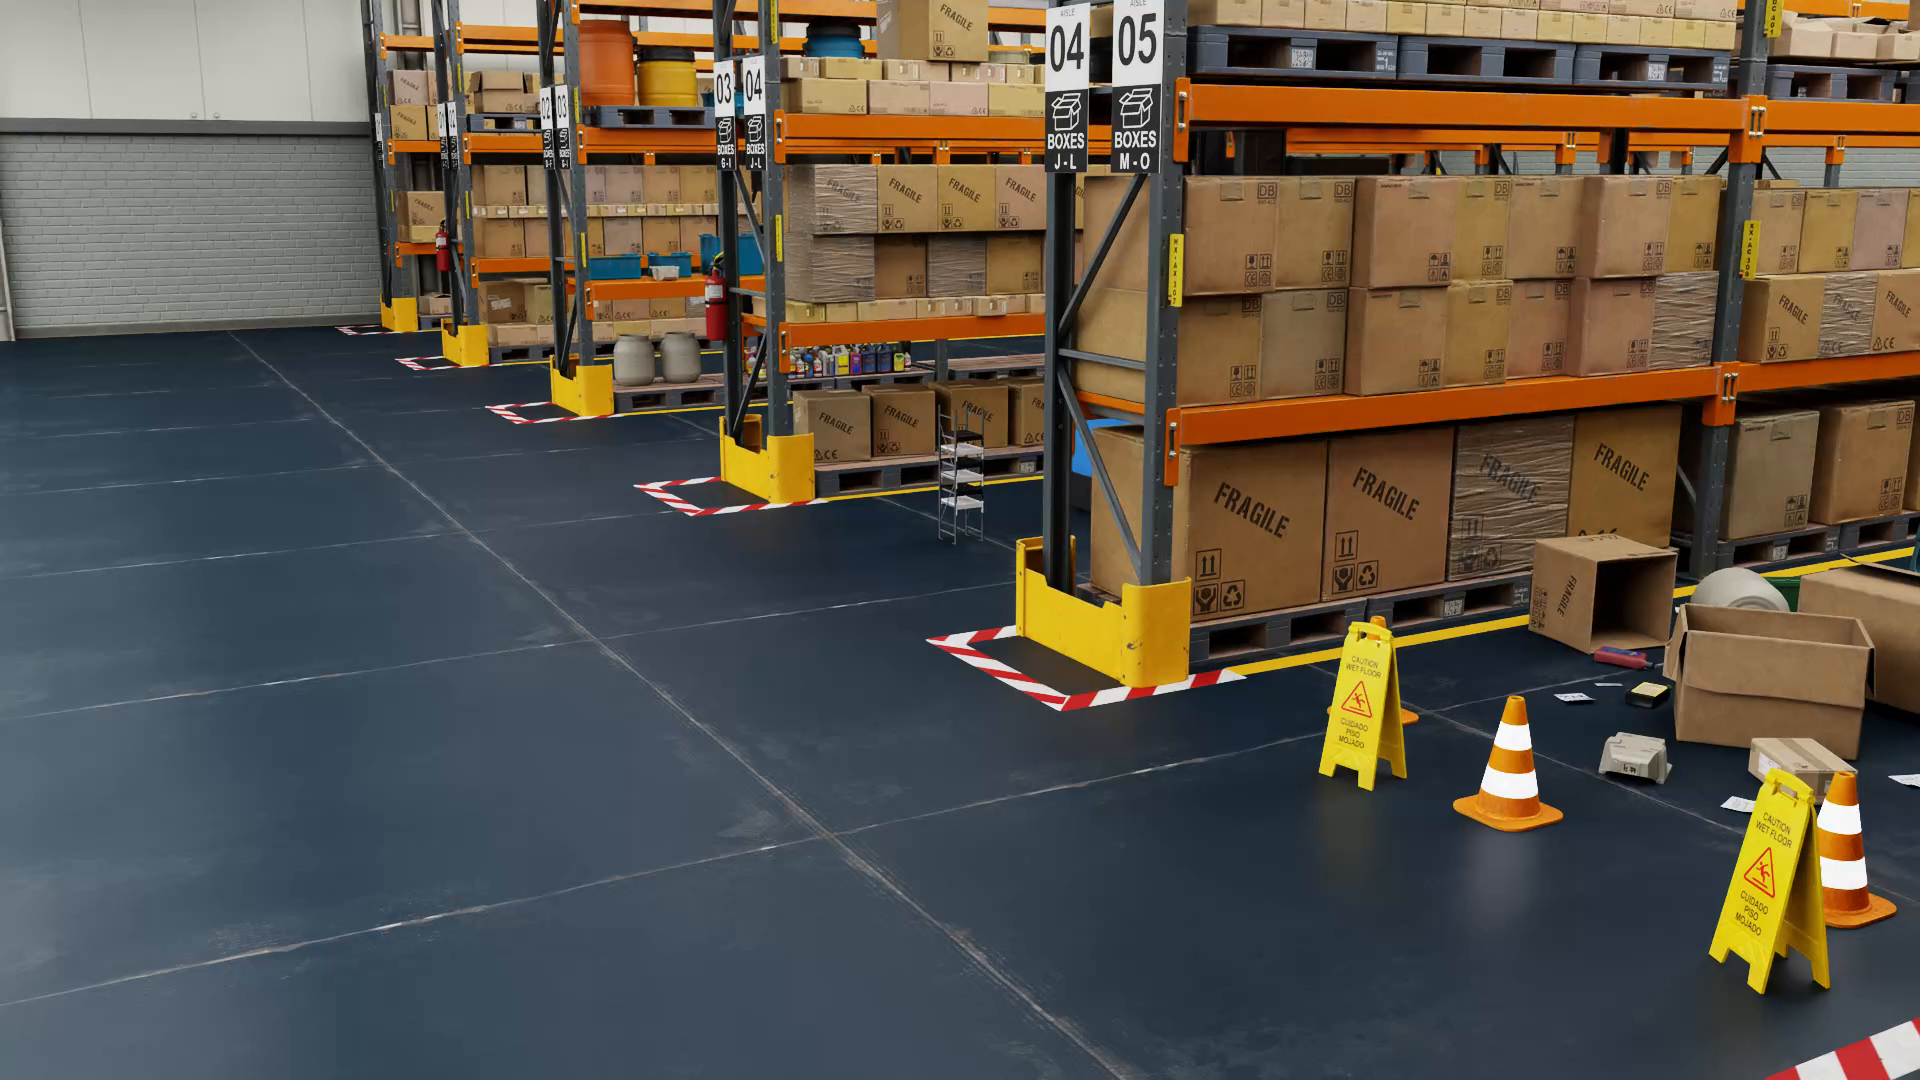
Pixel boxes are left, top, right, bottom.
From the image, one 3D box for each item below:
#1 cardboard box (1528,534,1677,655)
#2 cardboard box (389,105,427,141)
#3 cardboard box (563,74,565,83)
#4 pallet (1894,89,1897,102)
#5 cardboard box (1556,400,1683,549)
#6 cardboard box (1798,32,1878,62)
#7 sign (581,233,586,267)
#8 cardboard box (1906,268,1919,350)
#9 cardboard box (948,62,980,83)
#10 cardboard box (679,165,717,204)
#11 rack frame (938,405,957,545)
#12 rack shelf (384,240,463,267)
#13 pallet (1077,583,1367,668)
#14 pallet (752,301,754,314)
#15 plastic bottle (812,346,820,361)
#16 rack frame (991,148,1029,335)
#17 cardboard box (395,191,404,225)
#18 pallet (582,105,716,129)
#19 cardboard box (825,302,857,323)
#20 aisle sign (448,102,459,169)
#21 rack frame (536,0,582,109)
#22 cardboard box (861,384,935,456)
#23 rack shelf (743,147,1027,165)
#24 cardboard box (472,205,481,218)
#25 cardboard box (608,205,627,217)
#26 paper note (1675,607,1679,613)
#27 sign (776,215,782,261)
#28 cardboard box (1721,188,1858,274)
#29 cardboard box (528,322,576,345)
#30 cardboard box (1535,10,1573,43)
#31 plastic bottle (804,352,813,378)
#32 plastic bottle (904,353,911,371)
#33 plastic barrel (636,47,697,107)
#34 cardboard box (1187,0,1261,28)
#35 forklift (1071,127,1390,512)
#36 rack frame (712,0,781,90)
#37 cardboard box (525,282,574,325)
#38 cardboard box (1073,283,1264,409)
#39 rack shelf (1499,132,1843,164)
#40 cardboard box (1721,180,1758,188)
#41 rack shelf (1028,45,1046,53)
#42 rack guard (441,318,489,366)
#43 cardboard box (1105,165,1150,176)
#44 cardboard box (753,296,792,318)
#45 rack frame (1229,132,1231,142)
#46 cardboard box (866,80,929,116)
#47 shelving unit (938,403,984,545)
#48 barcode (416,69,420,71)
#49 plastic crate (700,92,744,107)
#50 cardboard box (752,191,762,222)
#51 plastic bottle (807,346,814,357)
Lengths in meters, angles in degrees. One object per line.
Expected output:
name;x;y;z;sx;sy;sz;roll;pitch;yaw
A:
cardboard box;3.368;0.277;8.735;0.500;0.500;0.500;-4;13;-18
cardboard box;-8.267;-6.221;24.814;0.500;0.500;0.500;-6;14;-26
cardboard box;-4.715;-5.665;21.115;0.500;0.500;0.500;-7;14;-28
pallet;7.210;-3.017;11.280;1.003;0.211;1.213;-6;14;-25
cardboard box;3.653;-0.418;10.018;0.875;0.875;0.875;-7;14;-27
cardboard box;5.268;-2.958;9.978;0.380;0.149;0.250;-7;14;-28
sign;-3.674;-2.831;16.228;0.005;0.325;0.100;-7;14;-28
cardboard box;6.158;-1.513;10.775;0.500;0.500;0.500;-7;14;-27
cardboard box;-0.050;-3.548;12.643;0.250;0.149;0.380;-8;15;-30
cardboard box;-3.622;-4.759;22.241;0.500;0.500;0.700;-7;14;-28
rack frame;-0.082;-0.429;10.967;0.006;0.900;0.240;-7;14;-28
rack shelf;-6.925;-4.571;26.229;4.000;0.370;1.077;-7;14;-28
pallet;1.392;0.380;8.942;1.213;0.211;1.003;-7;14;-28
pallet;-3.414;-3.984;28.330;1.213;0.211;1.003;-7;14;-28
plastic bottle;-1.607;-2.060;18.641;0.097;0.271;0.097;0;13;0
rack frame;0.718;-4.599;24.714;0.127;3.000;1.000;-7;14;-28
cardboard box;-8.368;-5.105;25.549;0.500;0.500;0.500;-7;14;-28
pallet;-3.160;-4.242;16.725;1.213;0.211;1.003;-7;14;-28
cardboard box;-0.967;-1.732;12.547;0.250;0.149;0.380;-7;14;-28
aisle sign;-6.214;-4.960;20.396;0.004;0.787;0.394;-7;14;-28
rack frame;-3.933;-5.730;16.072;0.127;3.000;1.000;-7;14;-28
cardboard box;-0.496;-0.966;13.304;0.500;0.500;0.500;-3;13;-13
rack shelf;-1.037;-5.501;23.529;4.000;0.370;1.077;-7;14;-28
cardboard box;-6.059;-4.200;21.234;0.250;0.149;0.380;-7;15;-29
cardboard box;-4.506;-4.284;21.609;0.250;0.149;0.380;-7;14;-27
paper note;4.082;0.391;9.301;0.147;0.020;0.142;5;14;21
sign;-1.300;-2.166;11.930;0.005;0.325;0.100;-7;14;-28
cardboard box;5.122;-1.947;10.424;0.500;0.500;0.700;-7;15;-29
cardboard box;-5.289;-2.688;21.527;0.500;0.250;0.500;-7;14;-28
cardboard box;2.955;-2.663;8.665;0.250;0.149;0.380;-7;14;-28
plastic bottle;-1.626;-1.885;17.865;0.097;0.271;0.097;0;13;0
plastic bottle;-0.591;-1.975;18.423;0.097;0.201;0.097;0;13;0
plastic barrel;-2.994;-4.707;16.977;0.600;0.588;0.600;0;13;0
cardboard box;1.182;-2.450;7.722;0.250;0.149;0.380;-7;14;-27
forklift;2.318;-1.685;11.921;3.031;2.935;1.130;-6;14;-26
rack frame;-1.560;-4.775;11.831;0.127;3.000;1.000;-7;14;-28
cardboard box;-5.288;-3.053;21.443;0.500;0.500;0.500;-7;14;-28
cardboard box;1.032;-1.003;8.391;0.550;0.550;0.875;-7;14;-28
rack shelf;7.217;-4.013;16.914;4.000;0.370;1.077;-7;14;-28
cardboard box;7.808;-3.510;17.362;0.637;0.503;0.797;-7;14;-27
rack shelf;2.474;-7.190;25.113;4.000;0.370;1.077;-7;14;-28
rack guard;-6.324;-2.536;21.238;0.348;0.500;1.175;-7;14;-28
cardboard box;1.249;-2.797;13.525;0.500;0.500;0.500;-7;14;-28
cardboard box;-1.409;-1.795;12.827;0.250;0.149;0.380;-7;14;-28
rack frame;1.951;-2.269;14.360;0.127;3.000;1.000;-7;14;-28
cardboard box;-0.564;-3.295;12.427;0.500;0.250;0.500;-7;15;-29
shelving unit;0.007;-0.440;11.014;0.210;0.900;0.258;-7;14;-28
barcode;-8.297;-7.176;25.459;0.075;0.075;0.001;-7;14;-28
plastic crate;-2.404;-4.517;17.553;0.575;0.384;0.392;-7;14;-28
cardboard box;-3.649;-5.576;27.824;0.500;0.500;0.700;-5;14;-20
plastic bottle;-1.660;-2.079;18.699;0.133;0.283;0.061;-6;14;-25
